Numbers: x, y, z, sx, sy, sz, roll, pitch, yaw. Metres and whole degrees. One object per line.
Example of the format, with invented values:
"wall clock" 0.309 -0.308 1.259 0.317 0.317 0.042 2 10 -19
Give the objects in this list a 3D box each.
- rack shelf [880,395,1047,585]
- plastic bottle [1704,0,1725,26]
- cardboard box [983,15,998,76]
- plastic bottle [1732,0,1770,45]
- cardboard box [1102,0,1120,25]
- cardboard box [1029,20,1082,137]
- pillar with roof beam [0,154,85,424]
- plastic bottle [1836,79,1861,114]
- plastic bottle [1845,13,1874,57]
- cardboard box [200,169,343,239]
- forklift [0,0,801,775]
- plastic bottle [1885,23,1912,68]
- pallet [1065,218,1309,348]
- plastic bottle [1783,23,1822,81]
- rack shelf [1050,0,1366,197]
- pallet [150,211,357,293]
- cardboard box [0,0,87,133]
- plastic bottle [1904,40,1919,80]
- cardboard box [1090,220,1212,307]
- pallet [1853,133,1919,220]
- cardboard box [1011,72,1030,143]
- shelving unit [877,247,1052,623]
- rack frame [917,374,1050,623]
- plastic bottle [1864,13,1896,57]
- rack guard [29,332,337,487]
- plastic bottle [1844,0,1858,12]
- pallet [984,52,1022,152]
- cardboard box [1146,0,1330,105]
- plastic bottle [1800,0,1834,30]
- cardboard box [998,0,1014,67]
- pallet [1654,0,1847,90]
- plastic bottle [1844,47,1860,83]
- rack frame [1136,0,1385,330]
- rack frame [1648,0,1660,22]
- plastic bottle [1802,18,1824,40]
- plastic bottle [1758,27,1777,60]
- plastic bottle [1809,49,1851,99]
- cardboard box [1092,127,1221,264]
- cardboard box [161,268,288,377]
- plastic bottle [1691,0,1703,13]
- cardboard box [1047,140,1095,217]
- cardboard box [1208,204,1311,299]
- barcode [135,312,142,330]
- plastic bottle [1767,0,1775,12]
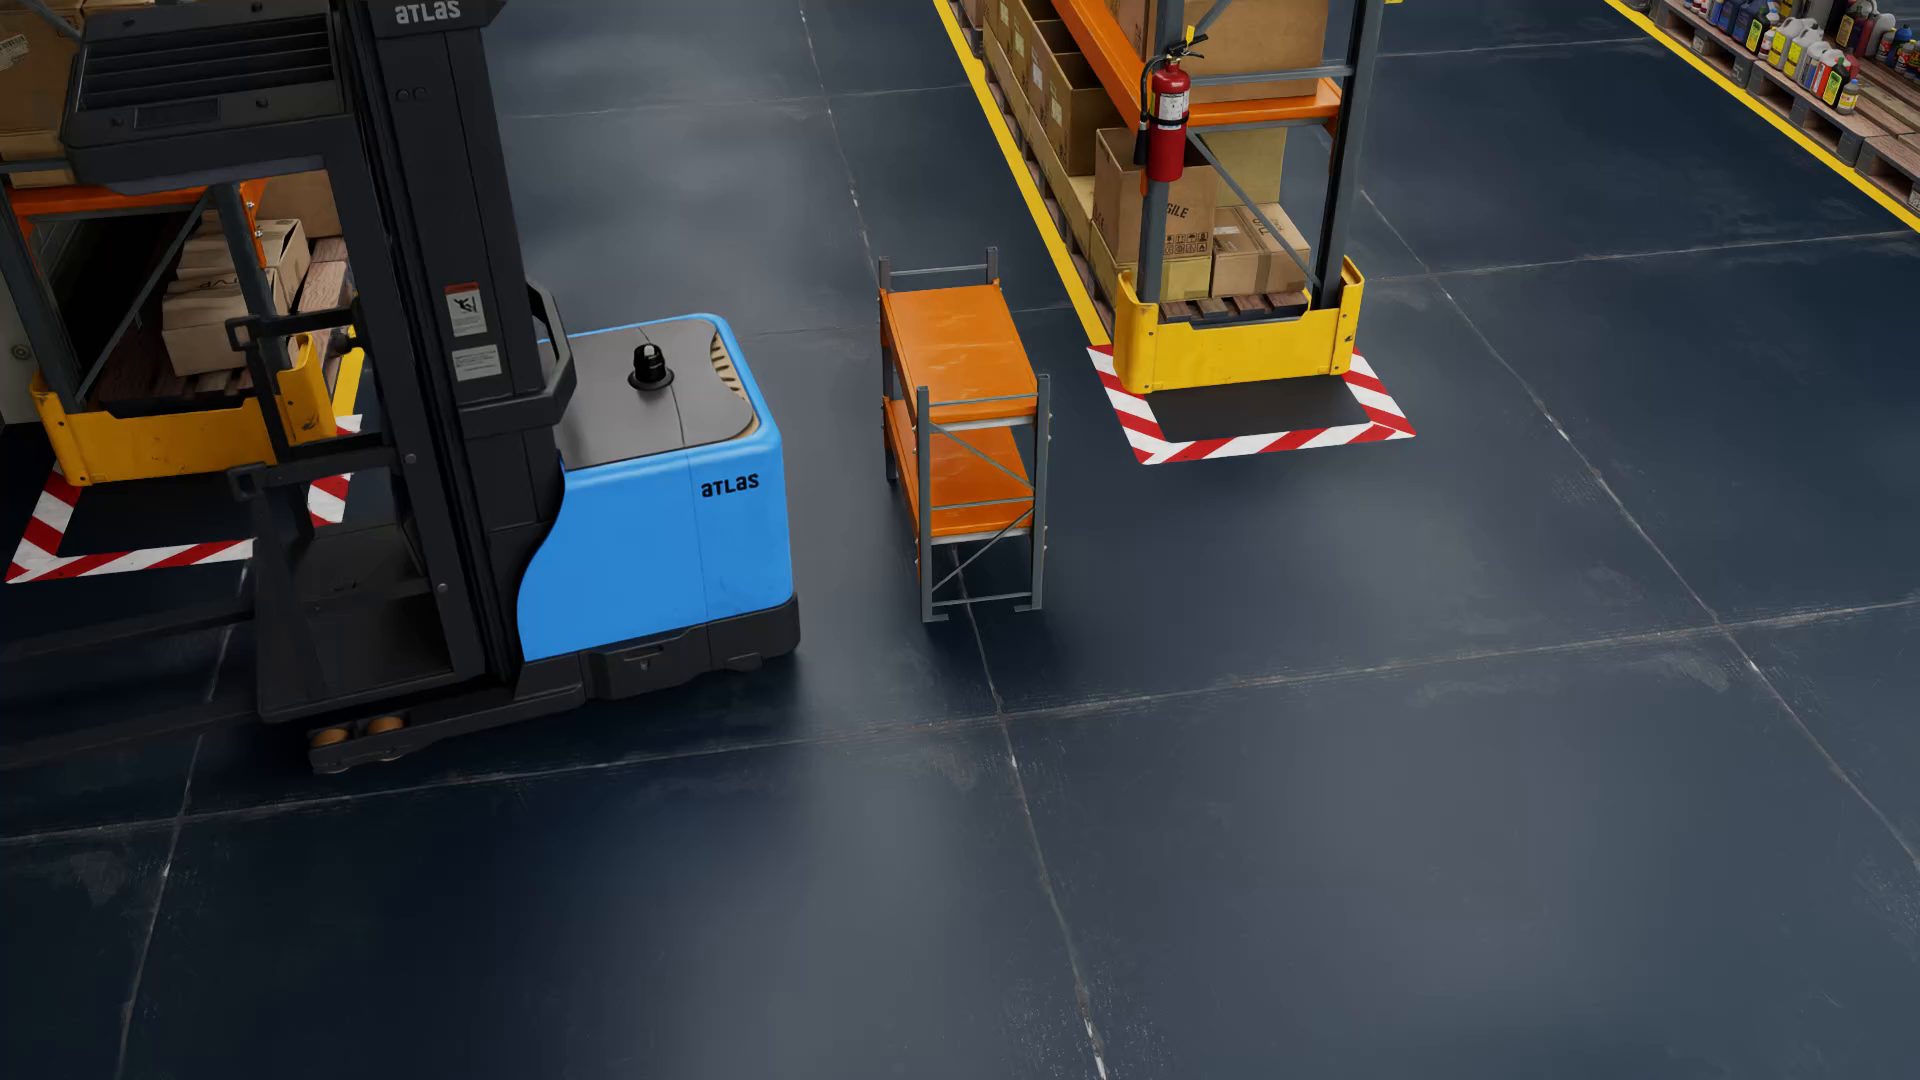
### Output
"rack shelf" -0.001 -0.255 7.060 0.538 0.278 1.000 -6 38 -8
"plastic bottle" 5.245 -3.690 11.416 0.152 0.276 0.135 -5 38 -6
"cardboard box" 0.442 -3.261 10.901 0.500 0.250 0.500 -6 38 -8
"plastic bottle" 5.303 -3.505 11.118 0.144 0.351 0.185 -8 39 -10
"cardboard box" 1.113 -3.017 8.608 0.700 0.500 0.500 -6 38 -8
"cardboard box" 0.698 -2.650 9.504 0.500 0.500 0.500 -6 38 -8
"pillar with roof beam" -0.252 -4.704 5.970 9.100 9.000 0.400 -6 38 -8
"plastic bottle" 5.485 -2.739 10.253 0.097 0.201 0.097 0 38 0
"plastic bottle" 5.944 -3.346 10.967 0.061 0.283 0.133 -6 38 -8
"cardboard box" -3.728 -1.949 8.993 0.700 0.500 0.500 -9 39 -11
"forklift" -2.209 -0.662 5.713 3.031 2.935 1.130 -12 39 -15
"plastic bottle" 6.114 -3.223 10.819 0.097 0.271 0.097 0 38 0
"pallet" 1.185 -1.434 8.923 1.003 0.211 1.213 -6 38 -8
"plastic bottle" 5.410 -3.136 10.643 0.144 0.351 0.185 -5 38 -6
"rack shelf" 1.010 -3.001 9.255 1.077 0.370 4.000 -6 38 -8
"pallet" -3.847 -1.717 9.288 1.003 0.211 1.213 -6 38 -8
"cardboard box" -3.807 -2.049 6.937 0.500 0.500 0.500 -7 38 -8
"plastic bottle" 6.149 -3.100 10.661 0.097 0.271 0.097 0 38 0
"cardboard box" 0.976 -1.450 8.570 0.500 0.250 0.500 -6 38 -8
"pallet" 6.041 -2.039 9.702 1.003 0.211 1.213 -6 38 -8
"cardboard box" 0.608 -2.656 10.122 0.500 0.250 0.500 -6 38 -8
"shelving unit" -0.001 -0.448 6.910 0.538 1.125 1.048 -6 38 -8
"rack frame" 0.088 -0.141 6.515 0.500 1.125 0.032 -6 38 -8
"plastic bottle" 6.048 -3.355 10.984 0.152 0.276 0.135 -6 38 -7
"rack guard" -3.529 -0.601 7.616 1.175 0.500 0.348 -6 38 -8
"plastic bottle" 6.037 -3.557 11.239 0.061 0.283 0.133 -4 38 -5
"pallet" 0.758 -2.907 10.820 1.003 0.211 1.213 -6 38 -8
"cardboard box" 1.292 -2.400 7.813 0.700 0.500 0.500 -6 38 -8
"plastic bottle" 5.826 -3.617 11.322 0.152 0.276 0.135 -6 38 -8
"cardboard box" 0.528 -3.255 10.282 0.500 0.500 0.500 -6 38 -8
"pallet" 5.614 -3.513 11.599 1.003 0.211 1.213 -6 38 -8
"plastic bottle" 5.572 -2.938 10.442 0.061 0.283 0.133 -6 38 -8
"rack frame" 1.361 -2.077 7.479 1.000 3.000 0.127 -6 38 -8
"rack frame" 5.537 -5.024 11.272 1.000 3.000 0.127 -6 38 -8
"plastic bottle" 5.519 -3.250 10.850 0.152 0.276 0.135 -6 38 -8
"plastic bottle" 5.329 -3.273 10.940 0.097 0.201 0.097 0 38 0
"plastic bottle" 5.467 -2.923 10.429 0.152 0.276 0.135 -6 38 -8
"cardboard box" 0.974 -1.745 8.339 0.500 0.500 0.500 -6 38 -8
"cardboard box" -3.548 -1.082 8.031 0.500 0.311 0.500 -10 39 -13
"plastic bottle" 5.179 -3.792 11.608 0.097 0.201 0.097 0 38 0
"cardboard box" 0.787 -2.052 9.345 0.500 0.250 0.500 -6 38 -8
"cardboard box" 1.486 -1.505 8.642 0.500 0.250 0.500 -6 38 -8
"barcode" -3.945 -1.053 7.987 0.001 0.075 0.075 -6 38 -8
"plastic bottle" 5.414 -3.513 11.193 0.097 0.271 0.097 0 38 0
